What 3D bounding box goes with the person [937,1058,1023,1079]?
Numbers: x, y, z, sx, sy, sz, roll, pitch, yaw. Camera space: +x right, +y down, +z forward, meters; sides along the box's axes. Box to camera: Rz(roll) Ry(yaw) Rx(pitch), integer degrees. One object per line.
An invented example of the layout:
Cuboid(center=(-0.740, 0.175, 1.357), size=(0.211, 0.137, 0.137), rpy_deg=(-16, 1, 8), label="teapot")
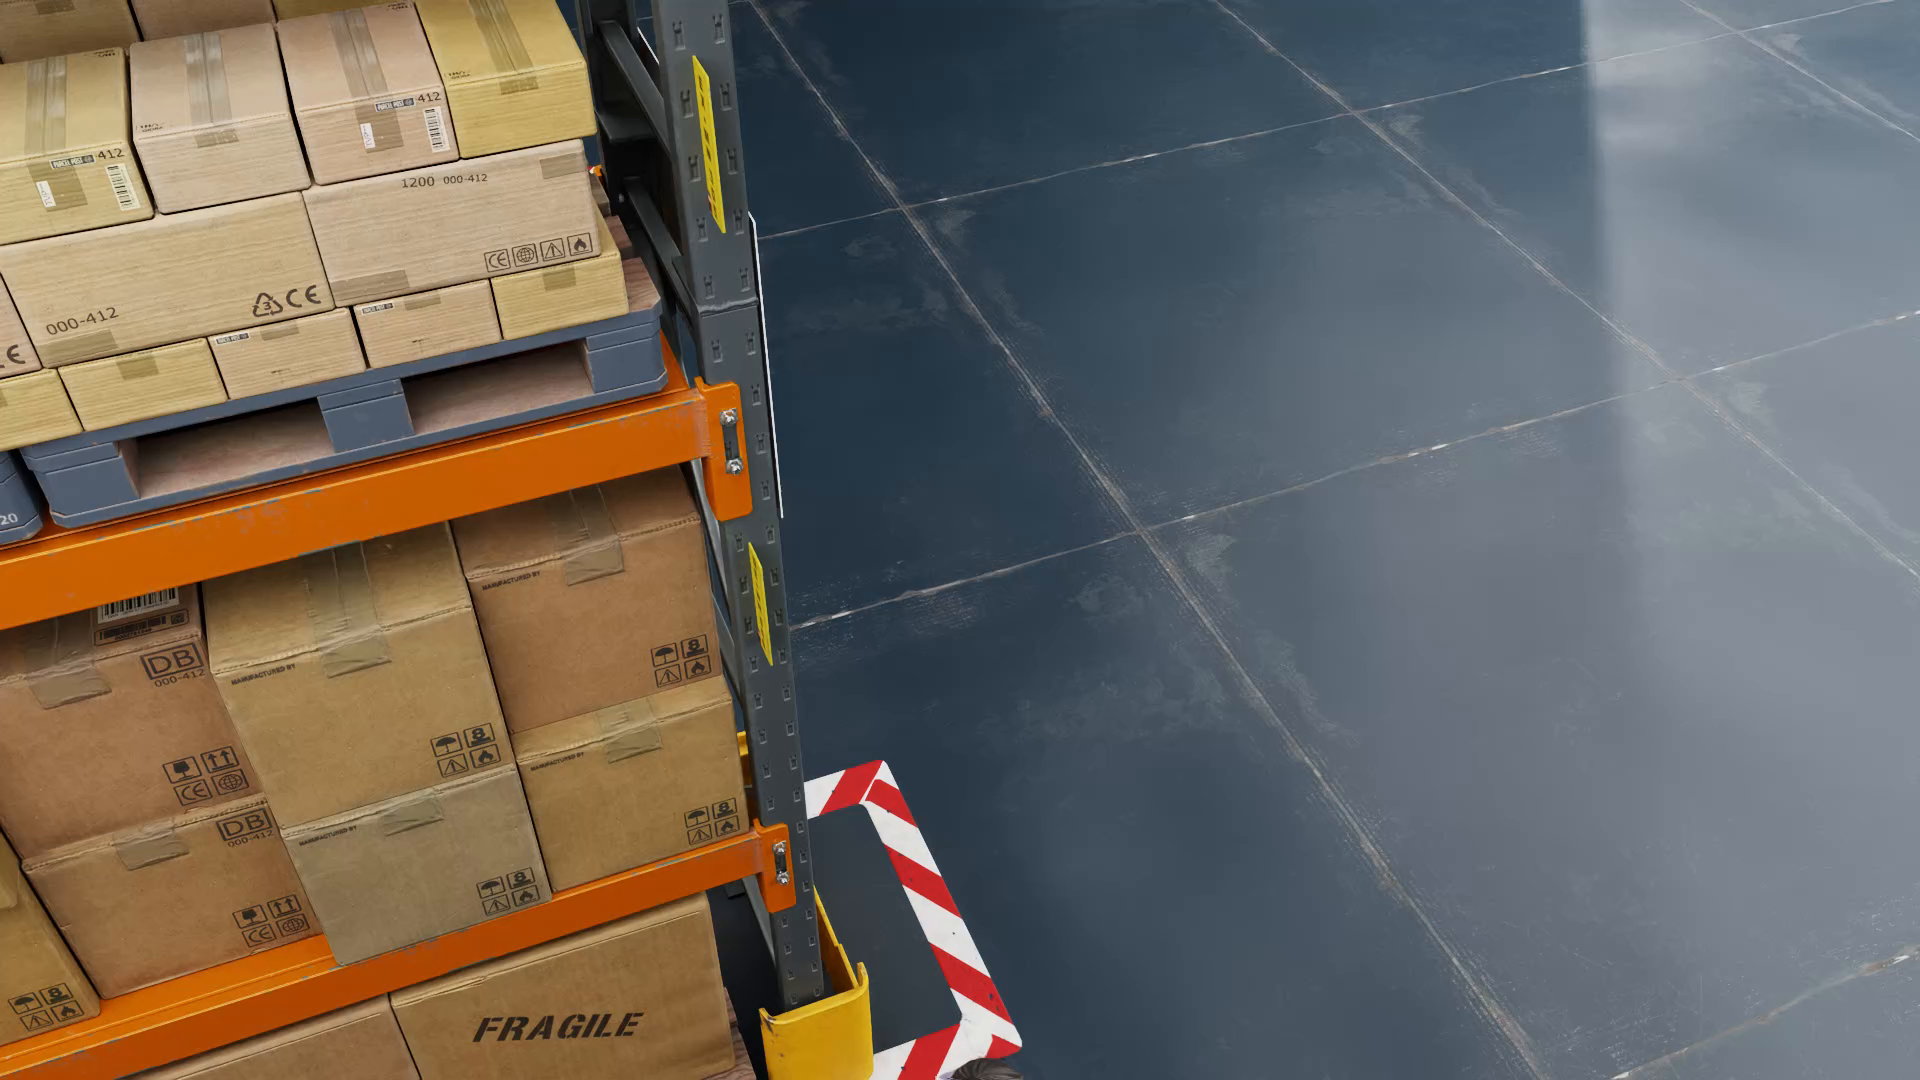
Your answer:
Cuboid(center=(0.103, 1.764, 4.219), size=(0.526, 1.587, 1.068), rpy_deg=(30, 50, 29), label="person")
